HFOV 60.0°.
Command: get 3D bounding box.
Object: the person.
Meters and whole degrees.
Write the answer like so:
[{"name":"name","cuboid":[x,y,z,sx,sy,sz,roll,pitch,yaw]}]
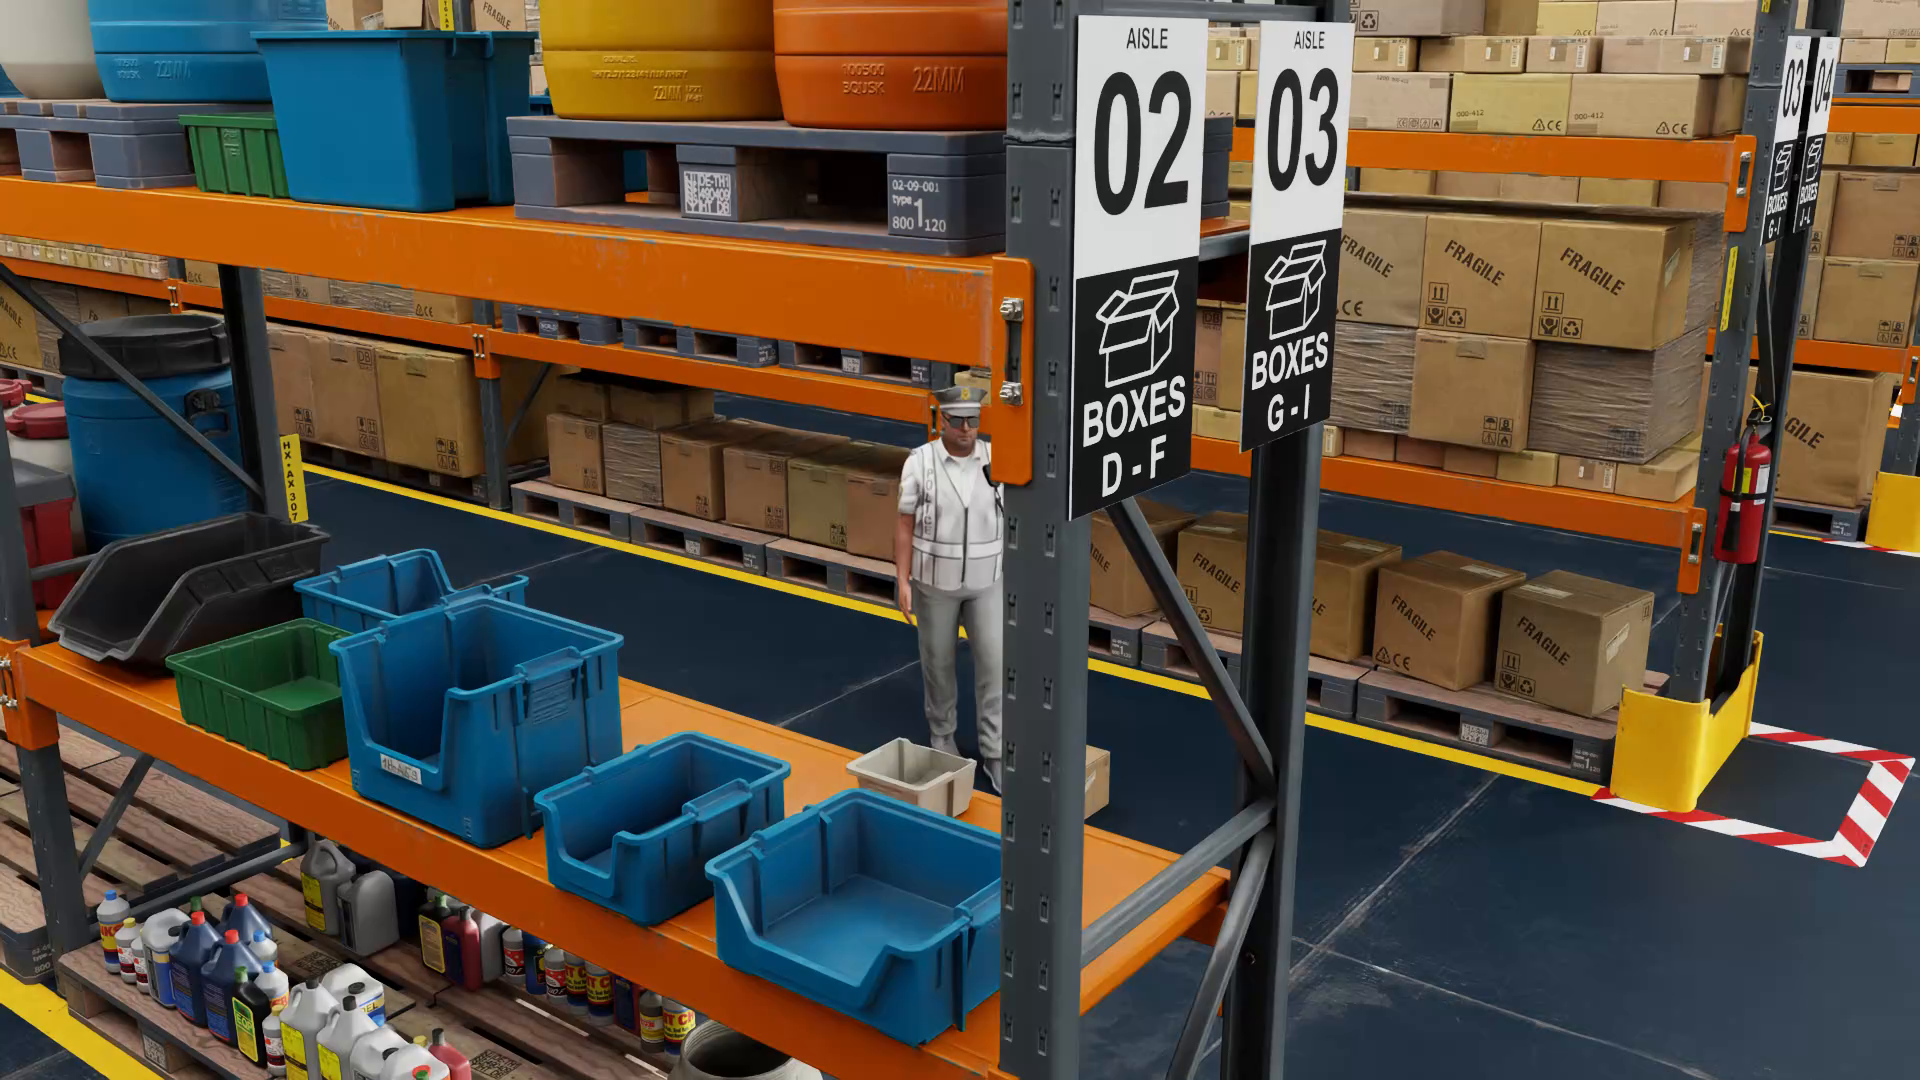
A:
[{"name":"person","cuboid":[0.004,0.203,7.270,0.546,1.754,0.707,-2,17,-7]}]
